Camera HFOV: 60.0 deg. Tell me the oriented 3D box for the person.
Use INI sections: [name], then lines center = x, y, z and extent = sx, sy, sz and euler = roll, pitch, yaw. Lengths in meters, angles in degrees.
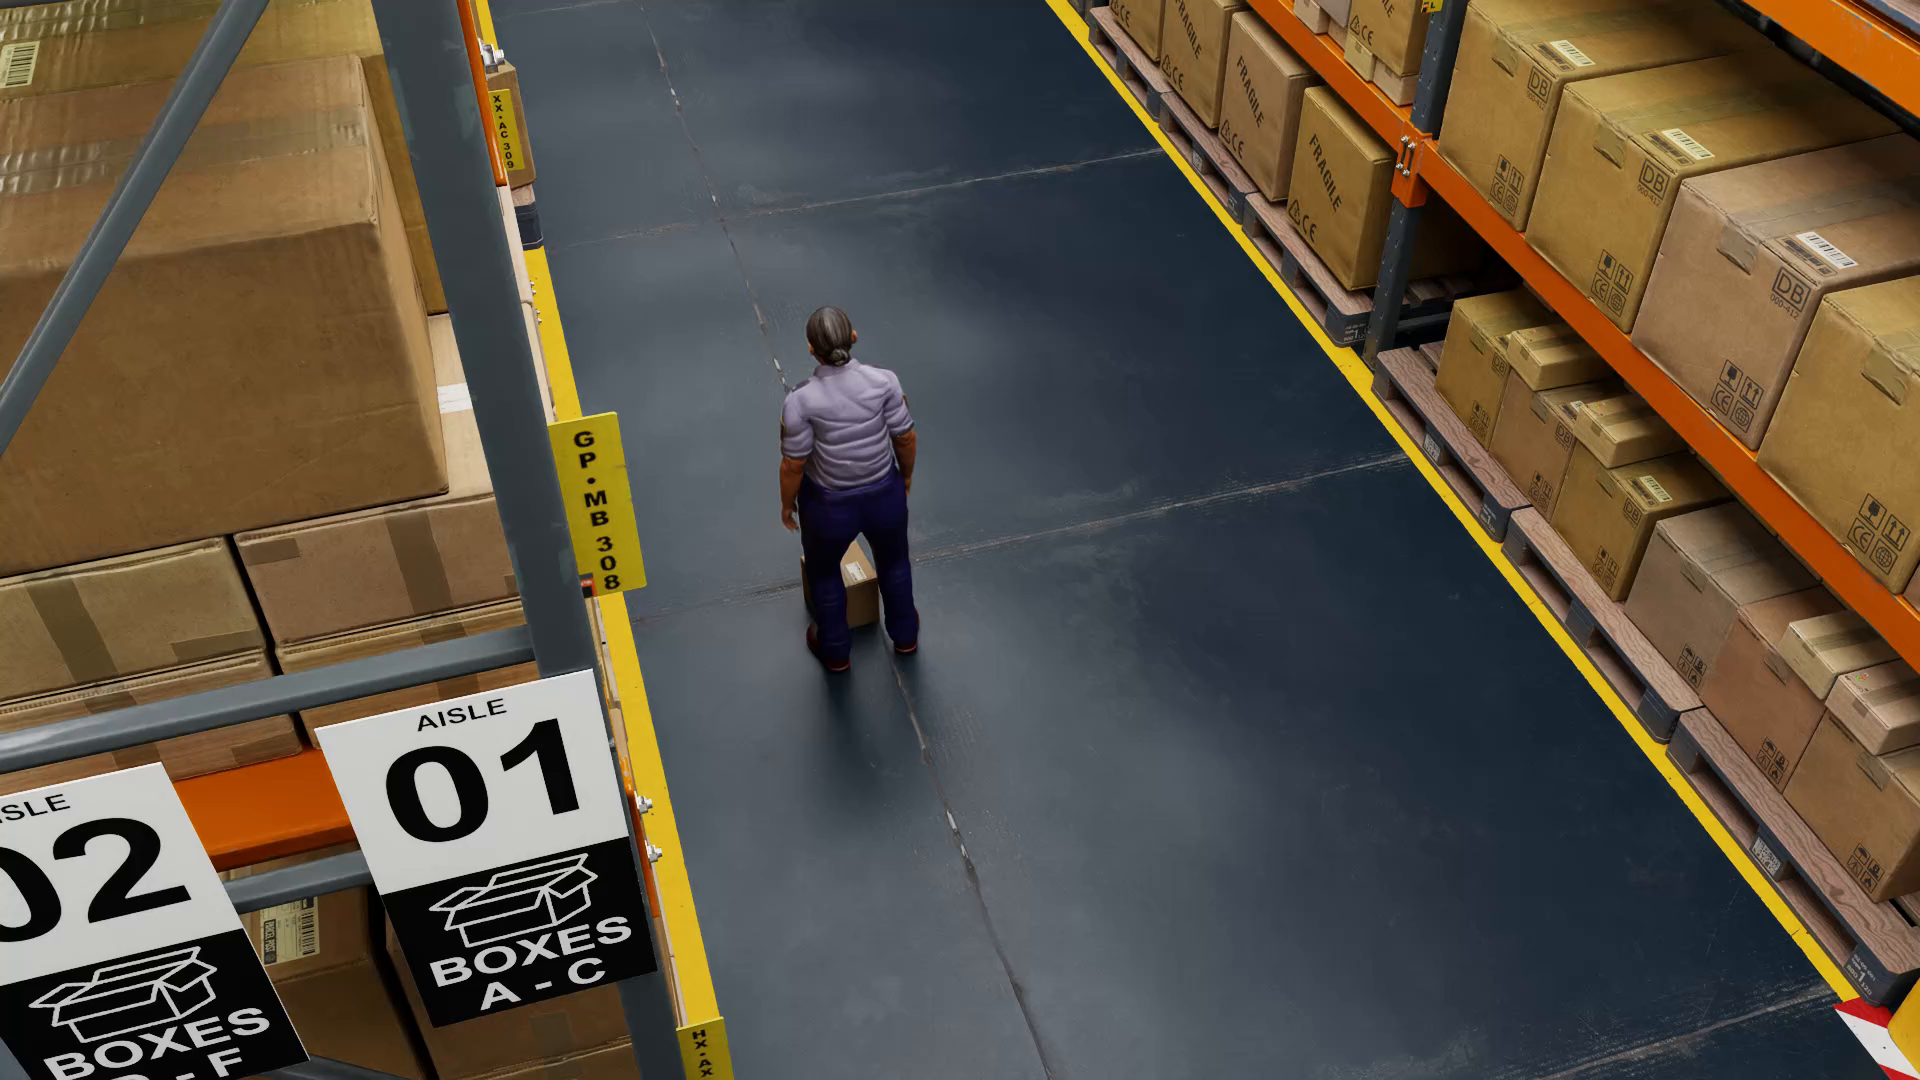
[person]
center = -0.408, -0.162, 6.342
extent = 0.559, 1.652, 0.364
euler = -14, 44, -14
